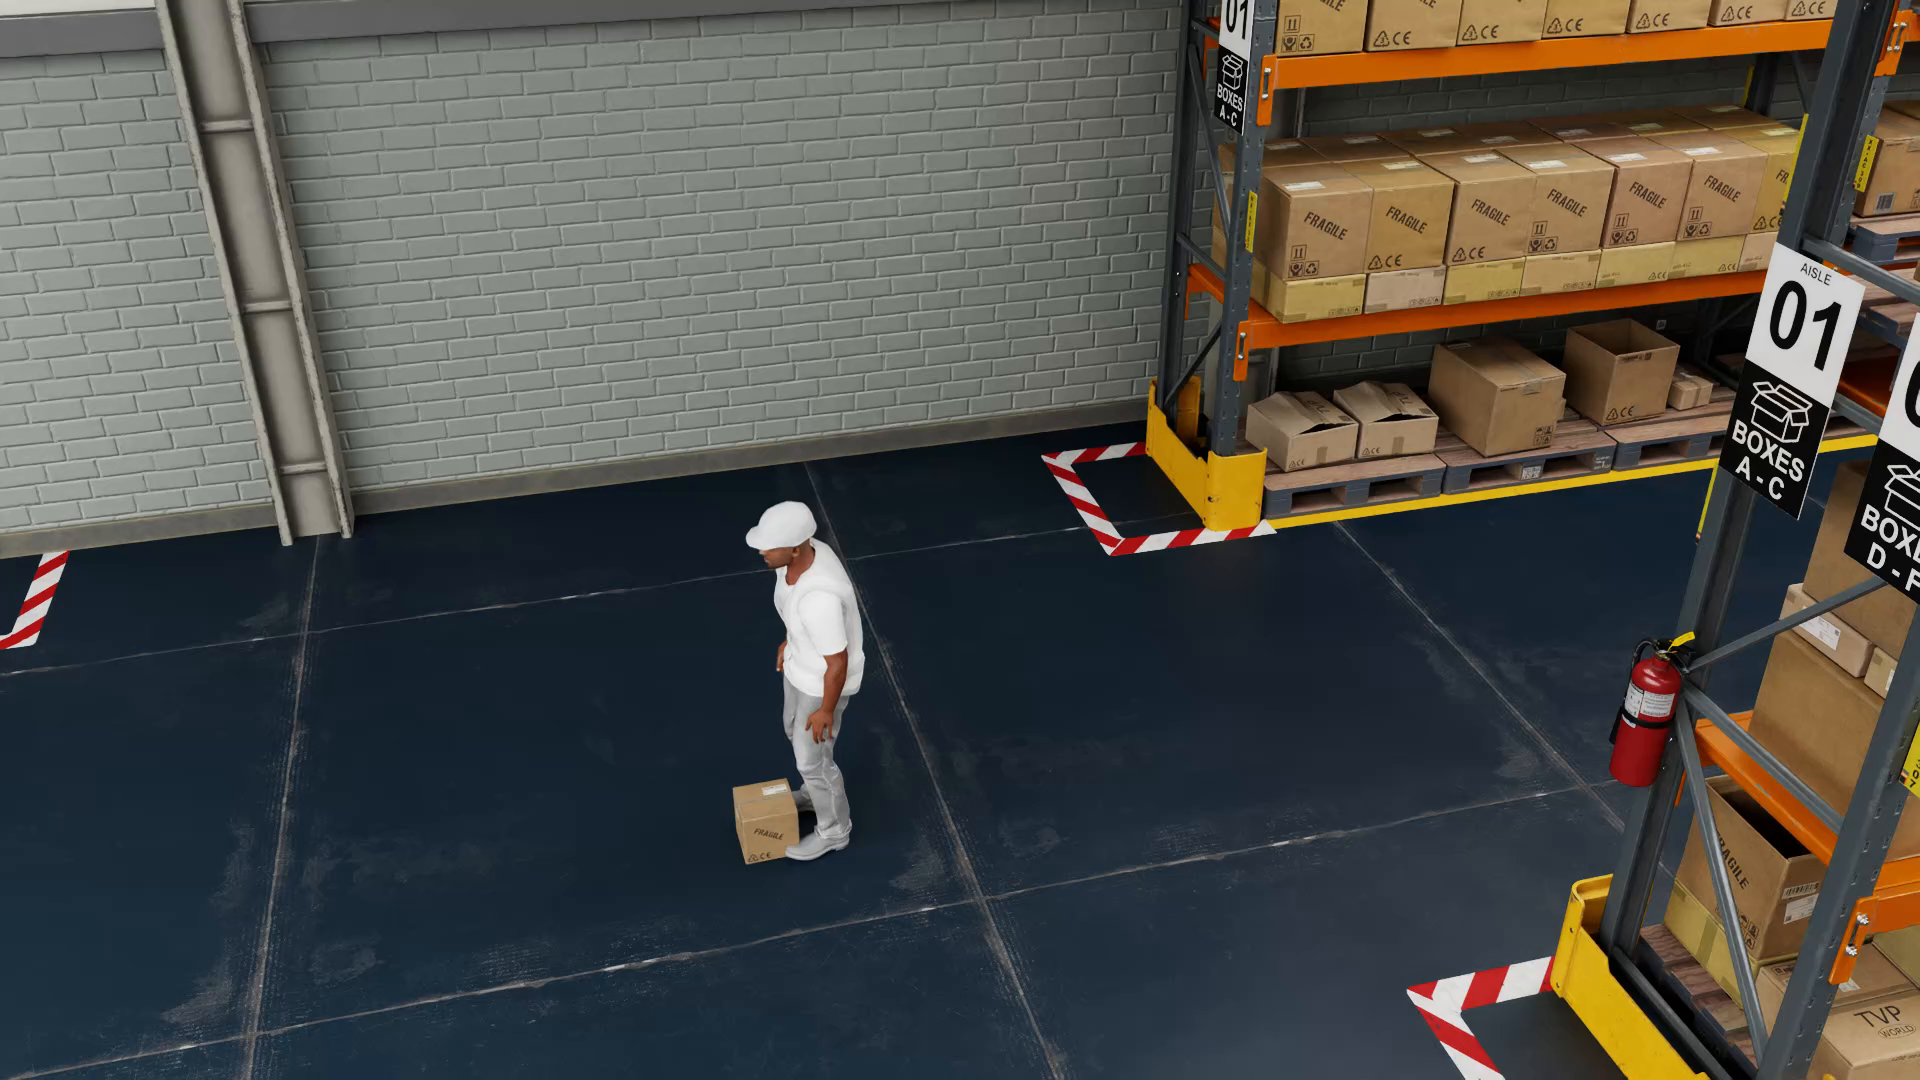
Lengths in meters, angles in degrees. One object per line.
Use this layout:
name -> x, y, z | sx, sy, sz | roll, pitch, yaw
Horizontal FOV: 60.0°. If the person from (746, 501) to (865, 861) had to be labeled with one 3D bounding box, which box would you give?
person -> -0.657, 0.589, 7.207 | 0.461, 1.759, 0.631 | -10, 31, -16
